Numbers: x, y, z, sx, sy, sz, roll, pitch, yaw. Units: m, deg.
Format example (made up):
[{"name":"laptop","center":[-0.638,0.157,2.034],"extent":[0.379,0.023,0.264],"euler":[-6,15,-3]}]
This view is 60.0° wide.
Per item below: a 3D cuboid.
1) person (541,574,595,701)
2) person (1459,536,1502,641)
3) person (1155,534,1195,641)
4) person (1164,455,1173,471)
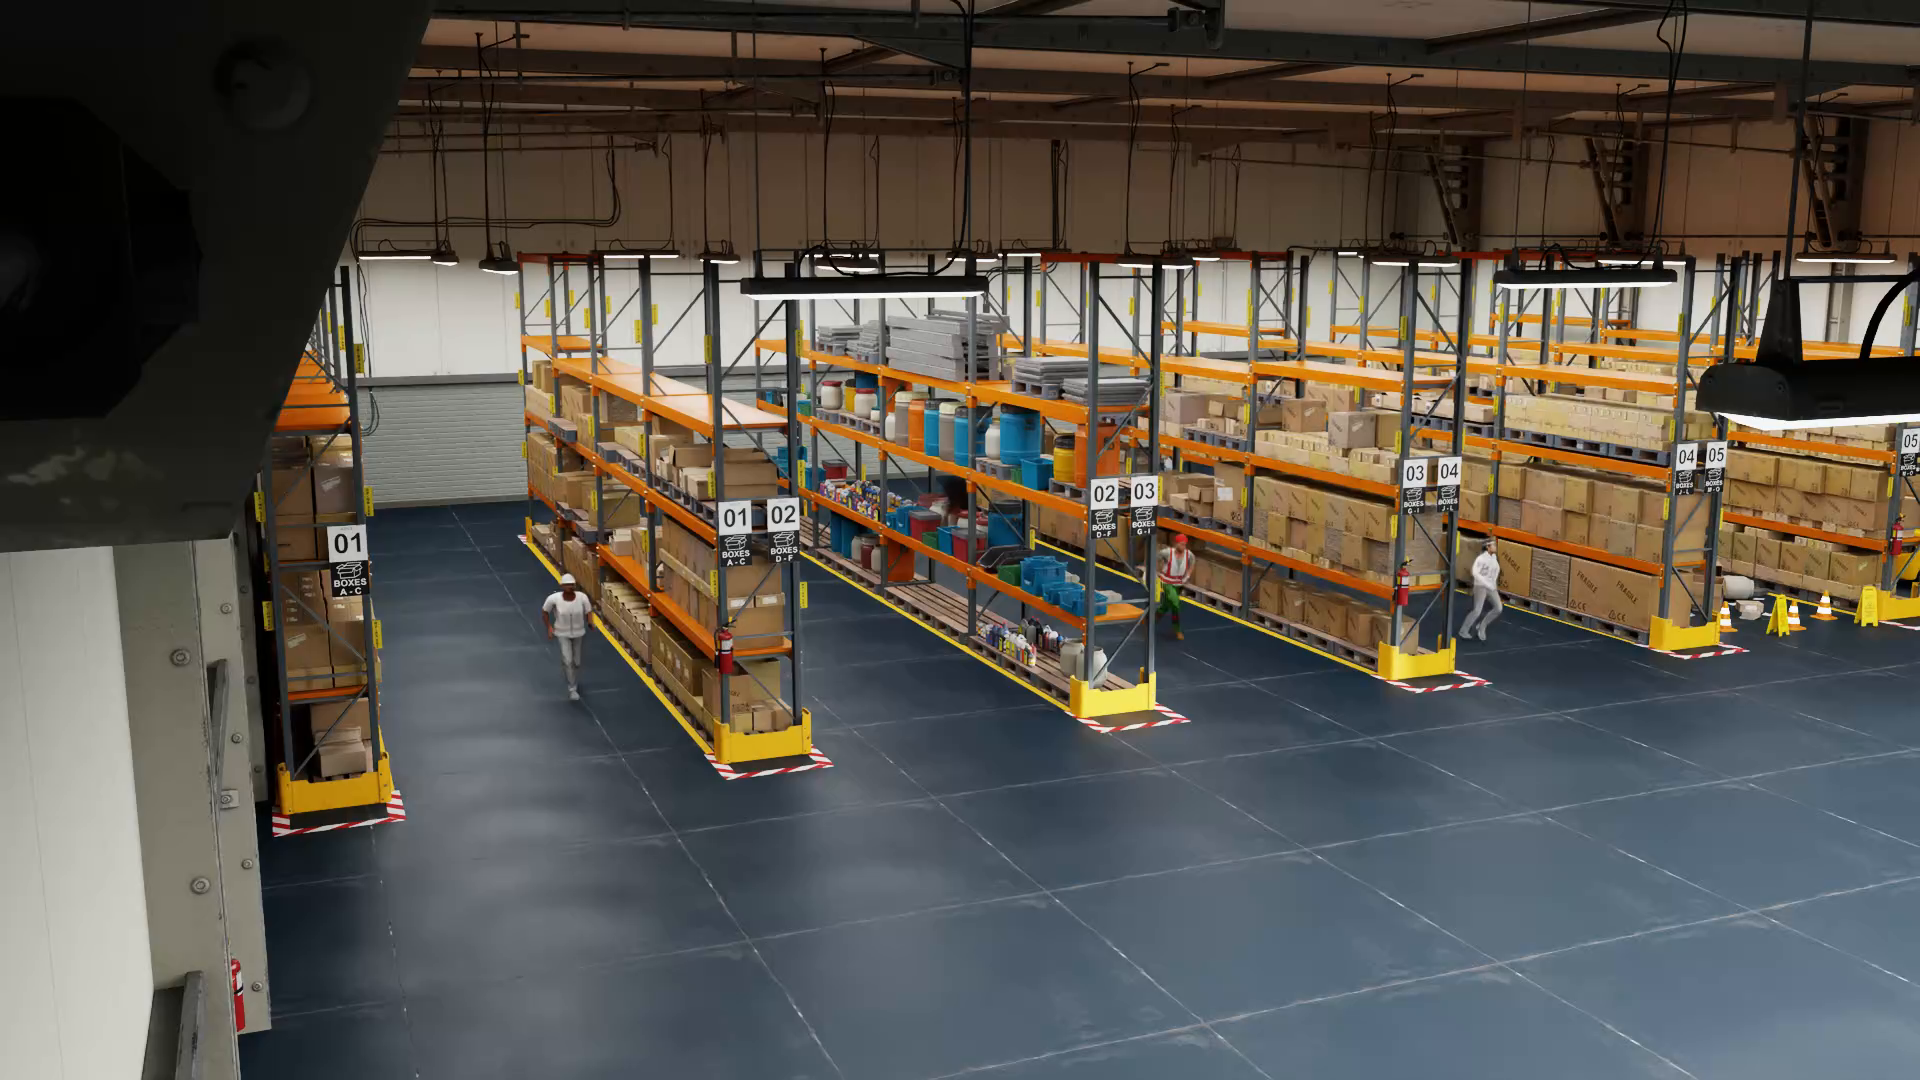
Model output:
[{"name":"person","center":[-5.452,1.304,23.137],"extent":[0.682,1.740,0.853],"euler":[-5,11,-24]},{"name":"person","center":[8.332,0.760,26.311],"extent":[0.674,1.653,0.602],"euler":[-7,13,-34]},{"name":"person","center":[3.334,0.706,26.500],"extent":[0.724,1.714,0.861],"euler":[-5,12,-26]},{"name":"person","center":[5.410,-2.074,41.675],"extent":[0.667,1.721,0.756],"euler":[3,11,17]}]
